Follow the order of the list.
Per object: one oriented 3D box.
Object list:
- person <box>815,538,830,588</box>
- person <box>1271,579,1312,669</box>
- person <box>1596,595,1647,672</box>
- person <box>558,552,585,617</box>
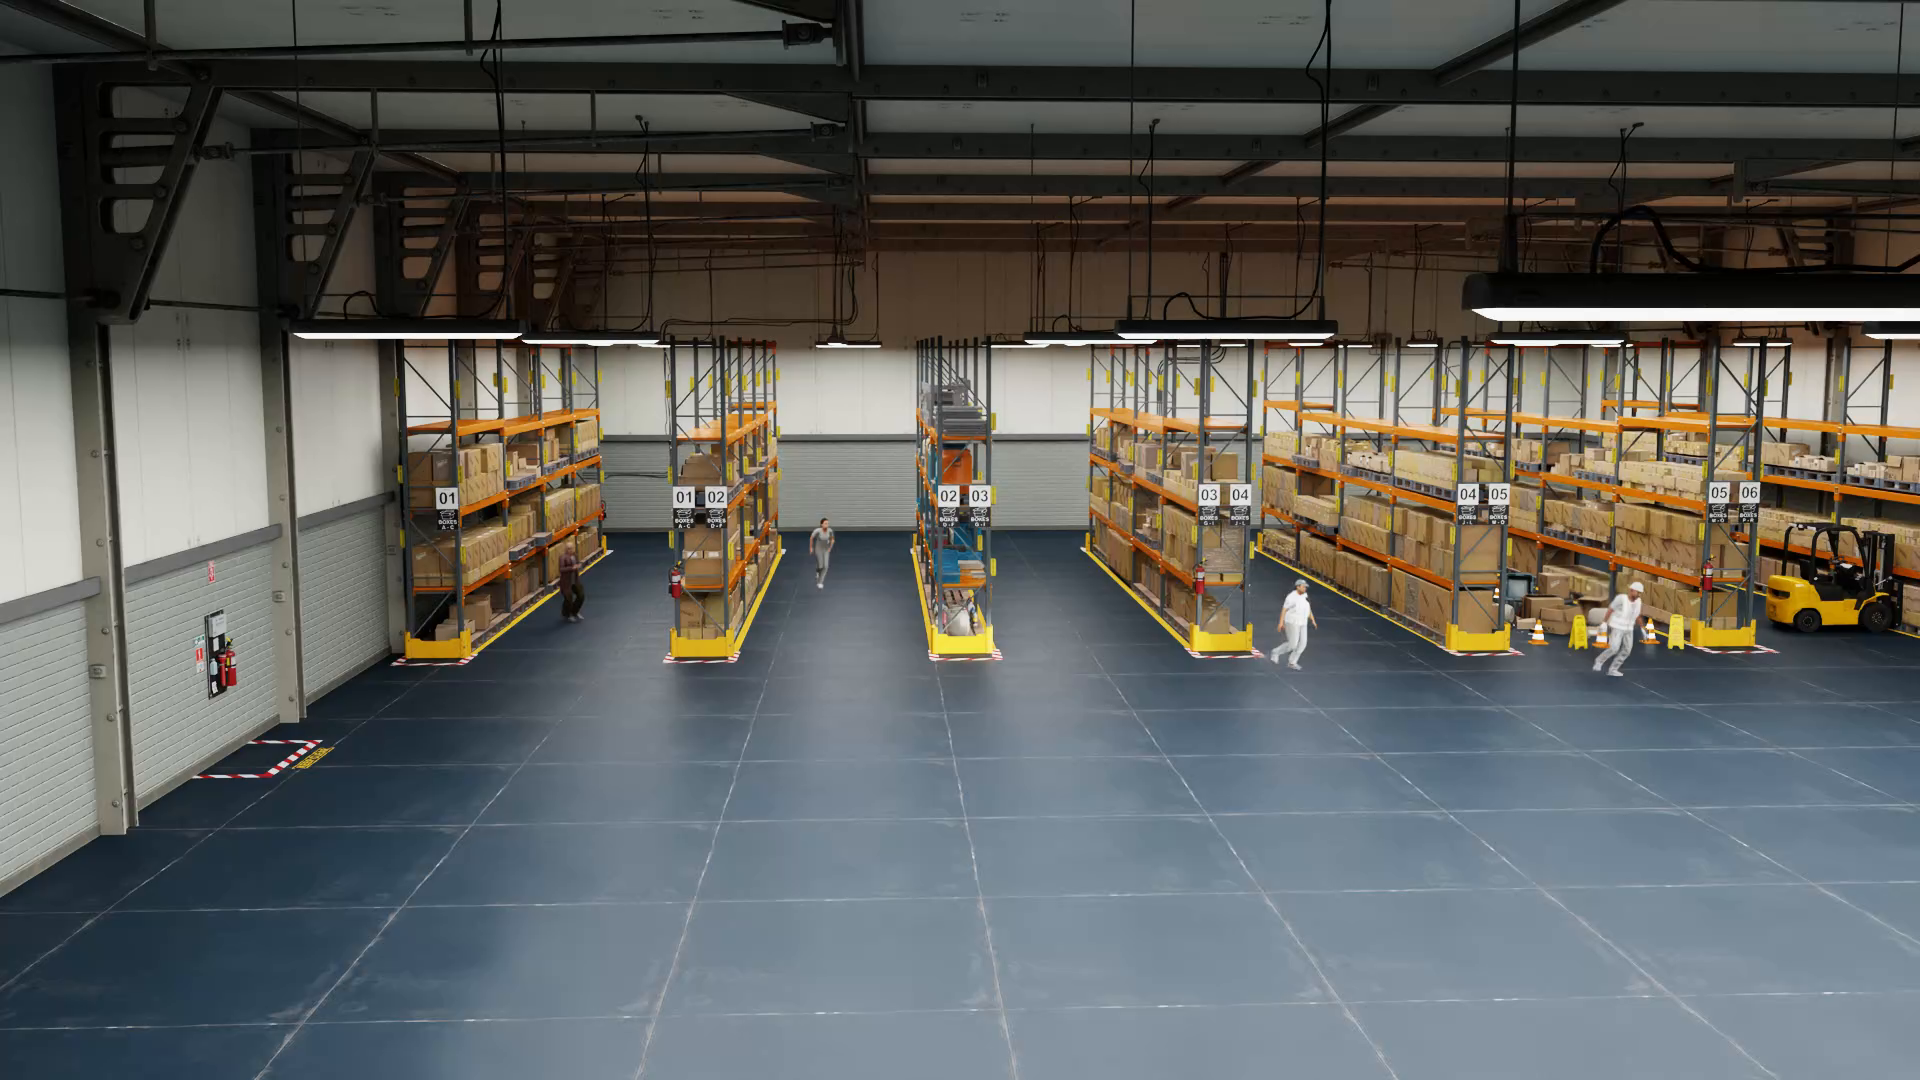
[{"bbox_3d":[-3.203,0.505,38.440,0.341,1.167,0.568,-3,7,-25],"label":"person"},{"bbox_3d":[5.989,1.520,30.036,0.643,1.652,0.608,-5,8,-40],"label":"person"},{"bbox_3d":[11.625,1.644,29.242,0.766,1.406,0.532,-2,7,-18],"label":"person"},{"bbox_3d":[-8.245,0.946,35.011,0.810,1.449,0.663,6,9,43],"label":"person"}]
